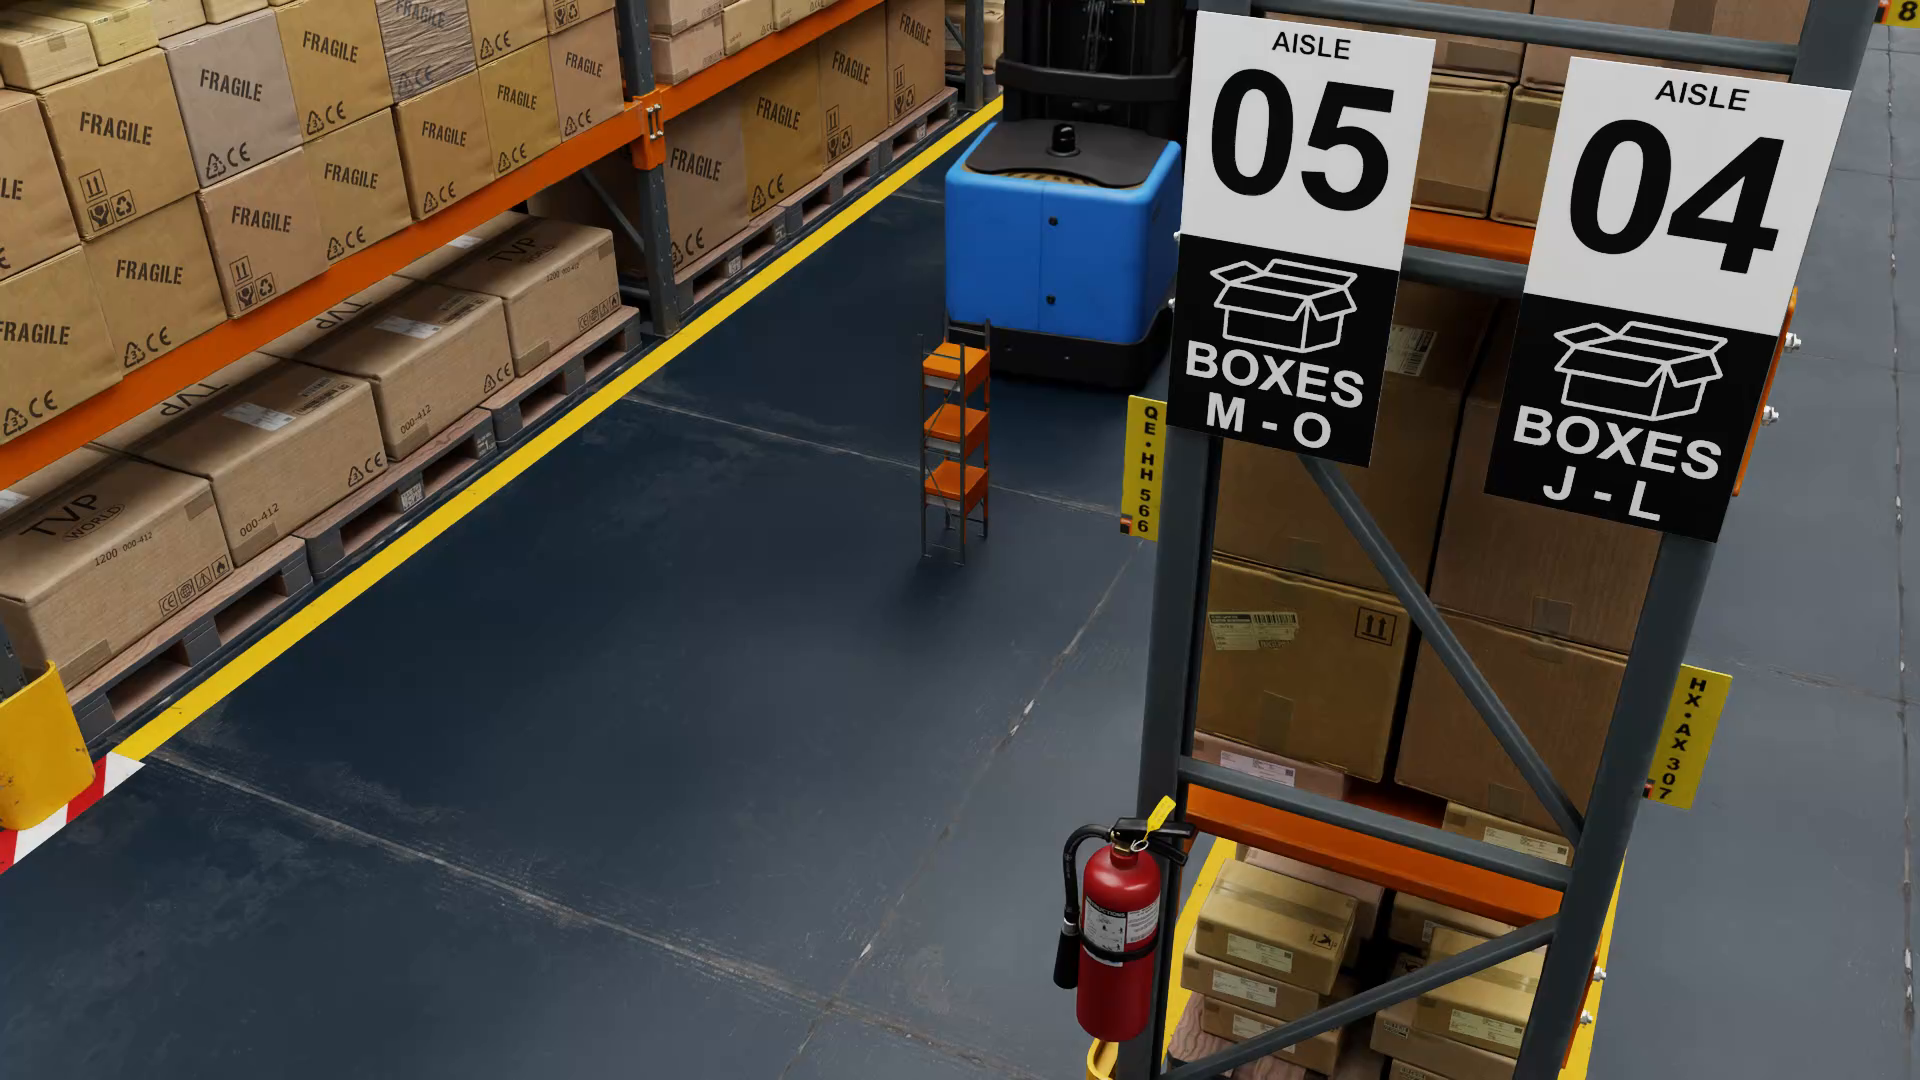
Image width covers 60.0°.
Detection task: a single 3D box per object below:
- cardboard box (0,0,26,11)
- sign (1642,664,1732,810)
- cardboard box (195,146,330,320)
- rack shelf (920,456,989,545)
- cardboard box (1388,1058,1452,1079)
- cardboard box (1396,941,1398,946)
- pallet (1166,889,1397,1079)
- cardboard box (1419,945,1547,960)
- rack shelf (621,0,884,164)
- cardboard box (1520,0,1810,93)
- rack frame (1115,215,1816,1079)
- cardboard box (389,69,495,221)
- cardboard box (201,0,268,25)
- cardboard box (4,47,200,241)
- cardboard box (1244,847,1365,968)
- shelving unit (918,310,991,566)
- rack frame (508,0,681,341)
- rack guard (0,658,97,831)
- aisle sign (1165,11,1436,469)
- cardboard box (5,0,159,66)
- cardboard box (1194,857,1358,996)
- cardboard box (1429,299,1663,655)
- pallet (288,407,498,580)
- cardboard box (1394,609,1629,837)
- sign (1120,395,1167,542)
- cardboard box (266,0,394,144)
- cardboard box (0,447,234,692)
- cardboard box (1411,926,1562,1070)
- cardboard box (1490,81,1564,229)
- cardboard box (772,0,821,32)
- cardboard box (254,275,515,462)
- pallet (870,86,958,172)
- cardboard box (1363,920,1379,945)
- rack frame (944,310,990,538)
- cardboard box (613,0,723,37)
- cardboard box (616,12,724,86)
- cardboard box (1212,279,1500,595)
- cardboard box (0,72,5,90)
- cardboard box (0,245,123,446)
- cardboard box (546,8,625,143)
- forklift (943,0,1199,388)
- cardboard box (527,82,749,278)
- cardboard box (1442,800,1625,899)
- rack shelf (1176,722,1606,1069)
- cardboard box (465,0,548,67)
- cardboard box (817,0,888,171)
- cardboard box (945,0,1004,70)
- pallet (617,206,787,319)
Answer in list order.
[{"bbox_3d":[-3.434,-1.824,5.702,0.380,0.149,0.250,15,36,22],"label":"cardboard box"},{"bbox_3d":[1.371,0.375,3.153,0.100,0.325,0.005,14,36,20],"label":"sign"},{"bbox_3d":[-2.784,-1.195,6.246,0.500,0.500,0.500,14,36,20],"label":"cardboard box"},{"bbox_3d":[-0.022,-0.171,7.080,0.215,0.259,0.240,14,36,20],"label":"rack shelf"},{"bbox_3d":[1.388,1.442,4.533,0.380,0.149,0.250,15,36,21],"label":"cardboard box"},{"bbox_3d":[1.520,1.167,4.951,0.380,0.149,0.250,15,36,21],"label":"cardboard box"},{"bbox_3d":[1.281,1.344,5.007,1.003,0.211,1.213,14,36,20],"label":"pallet"},{"bbox_3d":[1.496,1.179,4.661,0.380,0.149,0.250,14,36,20],"label":"cardboard box"},{"bbox_3d":[-1.150,-3.160,9.990,1.077,0.370,4.000,14,36,20],"label":"rack shelf"},{"bbox_3d":[1.301,-0.952,2.912,0.500,0.250,0.500,15,36,21],"label":"cardboard box"},{"bbox_3d":[0.878,0.613,3.580,1.000,3.000,0.127,14,36,20],"label":"rack frame"},{"bbox_3d":[-2.356,-1.706,7.025,0.500,0.500,0.500,14,36,20],"label":"cardboard box"},{"bbox_3d":[-2.705,-1.960,5.909,0.380,0.149,0.250,15,36,21],"label":"cardboard box"},{"bbox_3d":[-2.991,-1.365,5.593,0.500,0.500,0.500,13,35,19],"label":"cardboard box"},{"bbox_3d":[0.997,1.059,4.846,0.380,0.149,0.250,13,36,19],"label":"cardboard box"},{"bbox_3d":[-0.022,-0.412,6.921,0.215,1.050,0.252,14,36,20],"label":"shelving unit"},{"bbox_3d":[-1.987,-2.465,8.273,1.000,3.000,0.127,14,36,20],"label":"rack frame"},{"bbox_3d":[-3.671,0.585,5.902,1.175,0.500,0.348,14,36,20],"label":"rack guard"},{"bbox_3d":[0.575,-0.507,2.917,0.394,0.787,0.004,14,36,20],"label":"aisle sign"},{"bbox_3d":[-2.909,-1.702,5.516,0.380,0.149,0.250,13,35,19],"label":"cardboard box"},{"bbox_3d":[0.869,1.059,4.574,0.380,0.149,0.250,15,36,21],"label":"cardboard box"},{"bbox_3d":[1.307,-0.134,3.445,0.500,0.500,0.500,14,36,20],"label":"cardboard box"},{"bbox_3d":[-2.885,-0.328,7.558,1.003,0.211,1.213,14,36,20],"label":"pallet"},{"bbox_3d":[1.316,0.286,3.715,0.500,0.500,0.500,16,36,23],"label":"cardboard box"},{"bbox_3d":[0.382,-0.141,3.385,0.100,0.325,0.005,14,36,20],"label":"sign"},{"bbox_3d":[-2.575,-1.872,6.366,0.500,0.500,0.500,14,36,21],"label":"cardboard box"},{"bbox_3d":[-3.475,0.072,6.359,0.875,0.438,0.875,13,35,19],"label":"cardboard box"},{"bbox_3d":[1.405,1.197,4.363,0.380,0.149,0.250,13,35,18],"label":"cardboard box"},{"bbox_3d":[1.298,-0.744,3.050,0.500,0.250,0.500,15,36,22],"label":"cardboard box"},{"bbox_3d":[-1.119,-3.070,9.334,0.500,0.250,0.500,14,36,20],"label":"cardboard box"},{"bbox_3d":[-2.721,-0.835,7.741,0.875,0.438,0.875,13,35,19],"label":"cardboard box"},{"bbox_3d":[-0.712,-2.915,11.504,1.003,0.211,1.213,14,36,20],"label":"pallet"},{"bbox_3d":[1.113,1.056,5.121,0.380,0.149,0.250,14,36,20],"label":"cardboard box"},{"bbox_3d":[0.029,-0.473,7.014,0.200,1.050,0.008,14,36,20],"label":"rack frame"},{"bbox_3d":[-1.547,-2.766,8.413,0.500,0.250,0.500,13,35,19],"label":"cardboard box"},{"bbox_3d":[-1.563,-2.561,8.556,0.500,0.250,0.500,13,36,19],"label":"cardboard box"},{"bbox_3d":[0.843,-0.257,3.632,0.500,0.500,0.500,13,36,20],"label":"cardboard box"},{"bbox_3d":[-3.216,-1.464,5.152,0.380,0.149,0.250,15,36,22],"label":"cardboard box"},{"bbox_3d":[-3.199,-0.688,5.472,0.500,0.500,0.500,14,36,20],"label":"cardboard box"},{"bbox_3d":[-1.949,-2.217,7.804,0.500,0.500,0.500,15,36,21],"label":"cardboard box"},{"bbox_3d":[0.838,-2.785,8.825,1.130,2.935,3.031,10,34,14],"label":"forklift"},{"bbox_3d":[-1.800,-2.079,9.240,0.875,0.875,0.875,15,36,22],"label":"cardboard box"},{"bbox_3d":[1.311,0.632,3.780,0.380,0.149,0.250,14,36,20],"label":"cardboard box"},{"bbox_3d":[1.714,-0.083,5.296,1.077,0.370,4.000,14,36,20],"label":"rack shelf"},{"bbox_3d":[-2.153,-2.375,7.134,0.500,0.500,0.500,14,36,20],"label":"cardboard box"},{"bbox_3d":[-1.055,-2.976,10.607,0.875,0.875,0.875,15,36,21],"label":"cardboard box"},{"bbox_3d":[-0.068,-3.813,12.343,0.950,0.372,0.625,12,35,17],"label":"cardboard box"},{"bbox_3d":[-1.733,-1.700,9.650,1.003,0.211,1.213,14,36,20],"label":"pallet"}]
